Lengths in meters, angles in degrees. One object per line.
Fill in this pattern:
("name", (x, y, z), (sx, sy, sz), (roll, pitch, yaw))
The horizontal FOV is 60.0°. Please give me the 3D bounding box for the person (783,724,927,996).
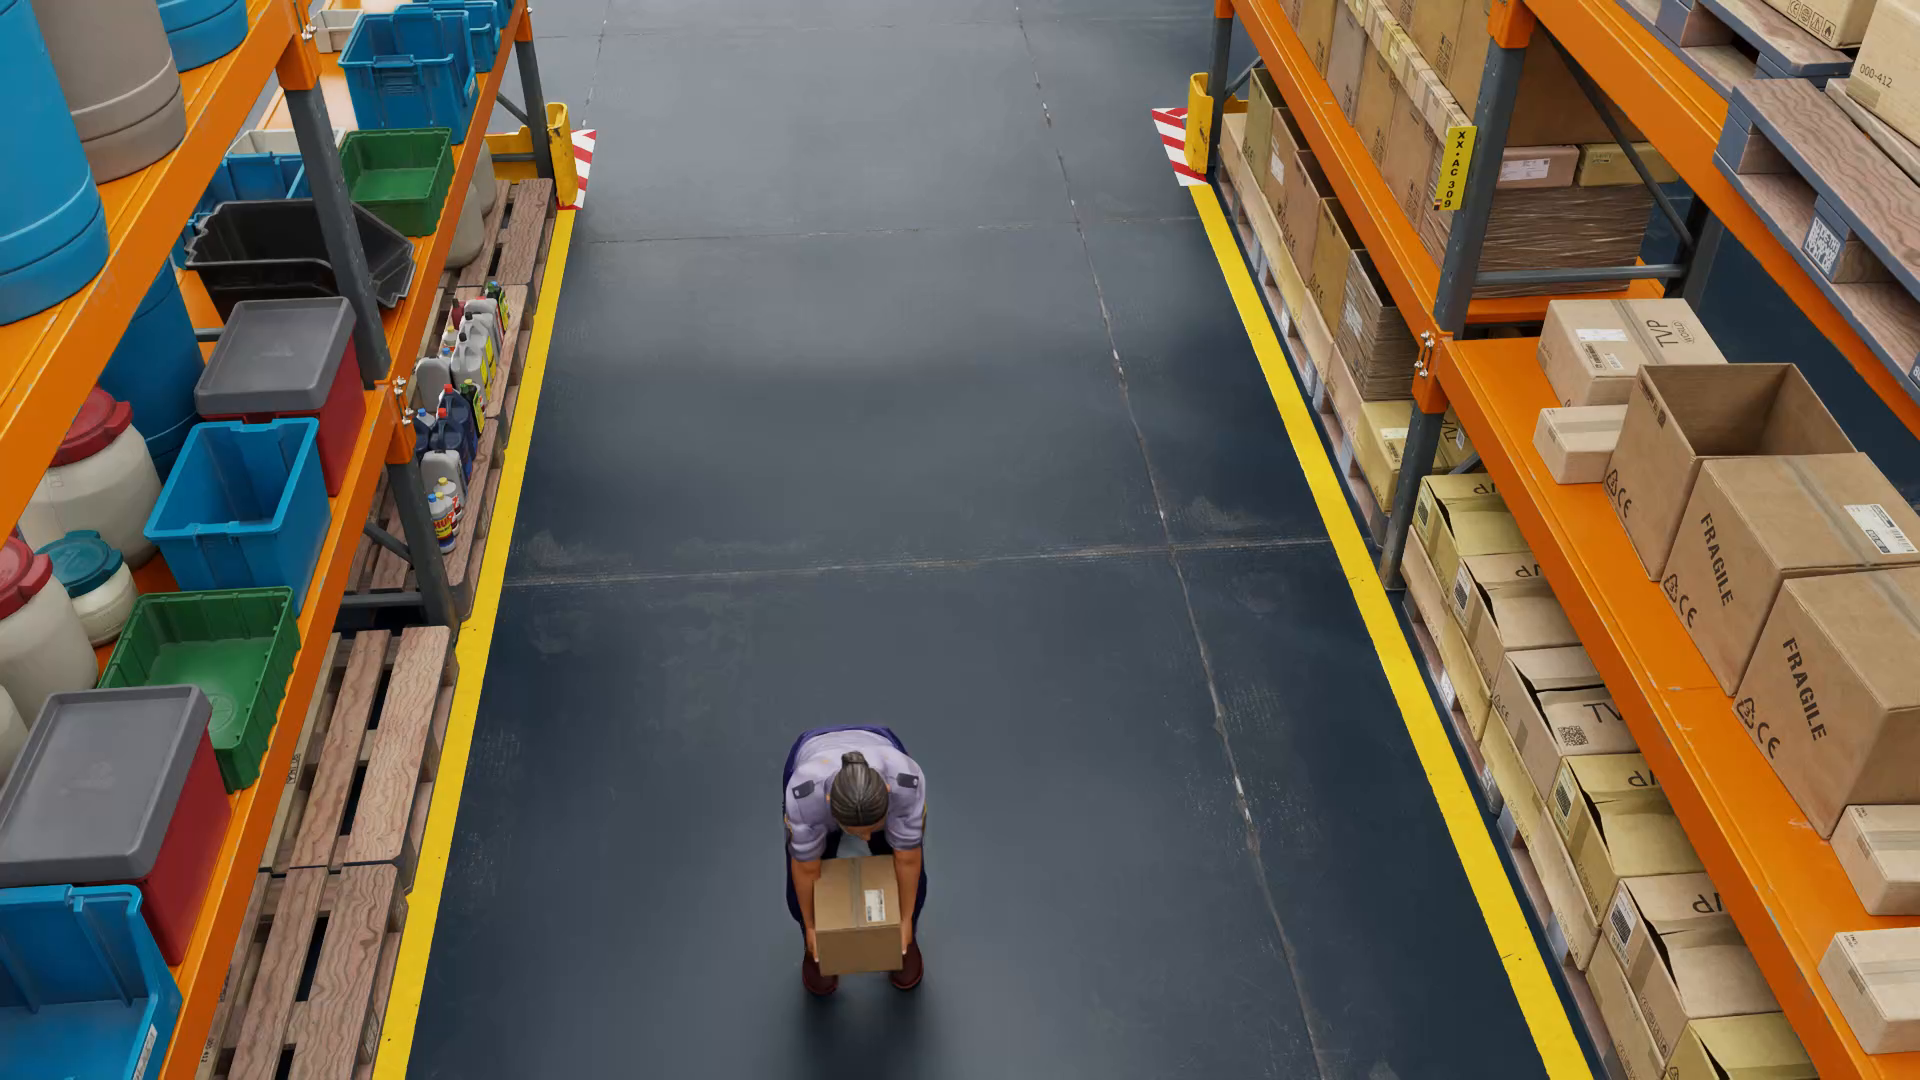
("person", (-0.324, 0.994, 5.161), (0.459, 1.393, 0.766), (-4, 40, -5))
